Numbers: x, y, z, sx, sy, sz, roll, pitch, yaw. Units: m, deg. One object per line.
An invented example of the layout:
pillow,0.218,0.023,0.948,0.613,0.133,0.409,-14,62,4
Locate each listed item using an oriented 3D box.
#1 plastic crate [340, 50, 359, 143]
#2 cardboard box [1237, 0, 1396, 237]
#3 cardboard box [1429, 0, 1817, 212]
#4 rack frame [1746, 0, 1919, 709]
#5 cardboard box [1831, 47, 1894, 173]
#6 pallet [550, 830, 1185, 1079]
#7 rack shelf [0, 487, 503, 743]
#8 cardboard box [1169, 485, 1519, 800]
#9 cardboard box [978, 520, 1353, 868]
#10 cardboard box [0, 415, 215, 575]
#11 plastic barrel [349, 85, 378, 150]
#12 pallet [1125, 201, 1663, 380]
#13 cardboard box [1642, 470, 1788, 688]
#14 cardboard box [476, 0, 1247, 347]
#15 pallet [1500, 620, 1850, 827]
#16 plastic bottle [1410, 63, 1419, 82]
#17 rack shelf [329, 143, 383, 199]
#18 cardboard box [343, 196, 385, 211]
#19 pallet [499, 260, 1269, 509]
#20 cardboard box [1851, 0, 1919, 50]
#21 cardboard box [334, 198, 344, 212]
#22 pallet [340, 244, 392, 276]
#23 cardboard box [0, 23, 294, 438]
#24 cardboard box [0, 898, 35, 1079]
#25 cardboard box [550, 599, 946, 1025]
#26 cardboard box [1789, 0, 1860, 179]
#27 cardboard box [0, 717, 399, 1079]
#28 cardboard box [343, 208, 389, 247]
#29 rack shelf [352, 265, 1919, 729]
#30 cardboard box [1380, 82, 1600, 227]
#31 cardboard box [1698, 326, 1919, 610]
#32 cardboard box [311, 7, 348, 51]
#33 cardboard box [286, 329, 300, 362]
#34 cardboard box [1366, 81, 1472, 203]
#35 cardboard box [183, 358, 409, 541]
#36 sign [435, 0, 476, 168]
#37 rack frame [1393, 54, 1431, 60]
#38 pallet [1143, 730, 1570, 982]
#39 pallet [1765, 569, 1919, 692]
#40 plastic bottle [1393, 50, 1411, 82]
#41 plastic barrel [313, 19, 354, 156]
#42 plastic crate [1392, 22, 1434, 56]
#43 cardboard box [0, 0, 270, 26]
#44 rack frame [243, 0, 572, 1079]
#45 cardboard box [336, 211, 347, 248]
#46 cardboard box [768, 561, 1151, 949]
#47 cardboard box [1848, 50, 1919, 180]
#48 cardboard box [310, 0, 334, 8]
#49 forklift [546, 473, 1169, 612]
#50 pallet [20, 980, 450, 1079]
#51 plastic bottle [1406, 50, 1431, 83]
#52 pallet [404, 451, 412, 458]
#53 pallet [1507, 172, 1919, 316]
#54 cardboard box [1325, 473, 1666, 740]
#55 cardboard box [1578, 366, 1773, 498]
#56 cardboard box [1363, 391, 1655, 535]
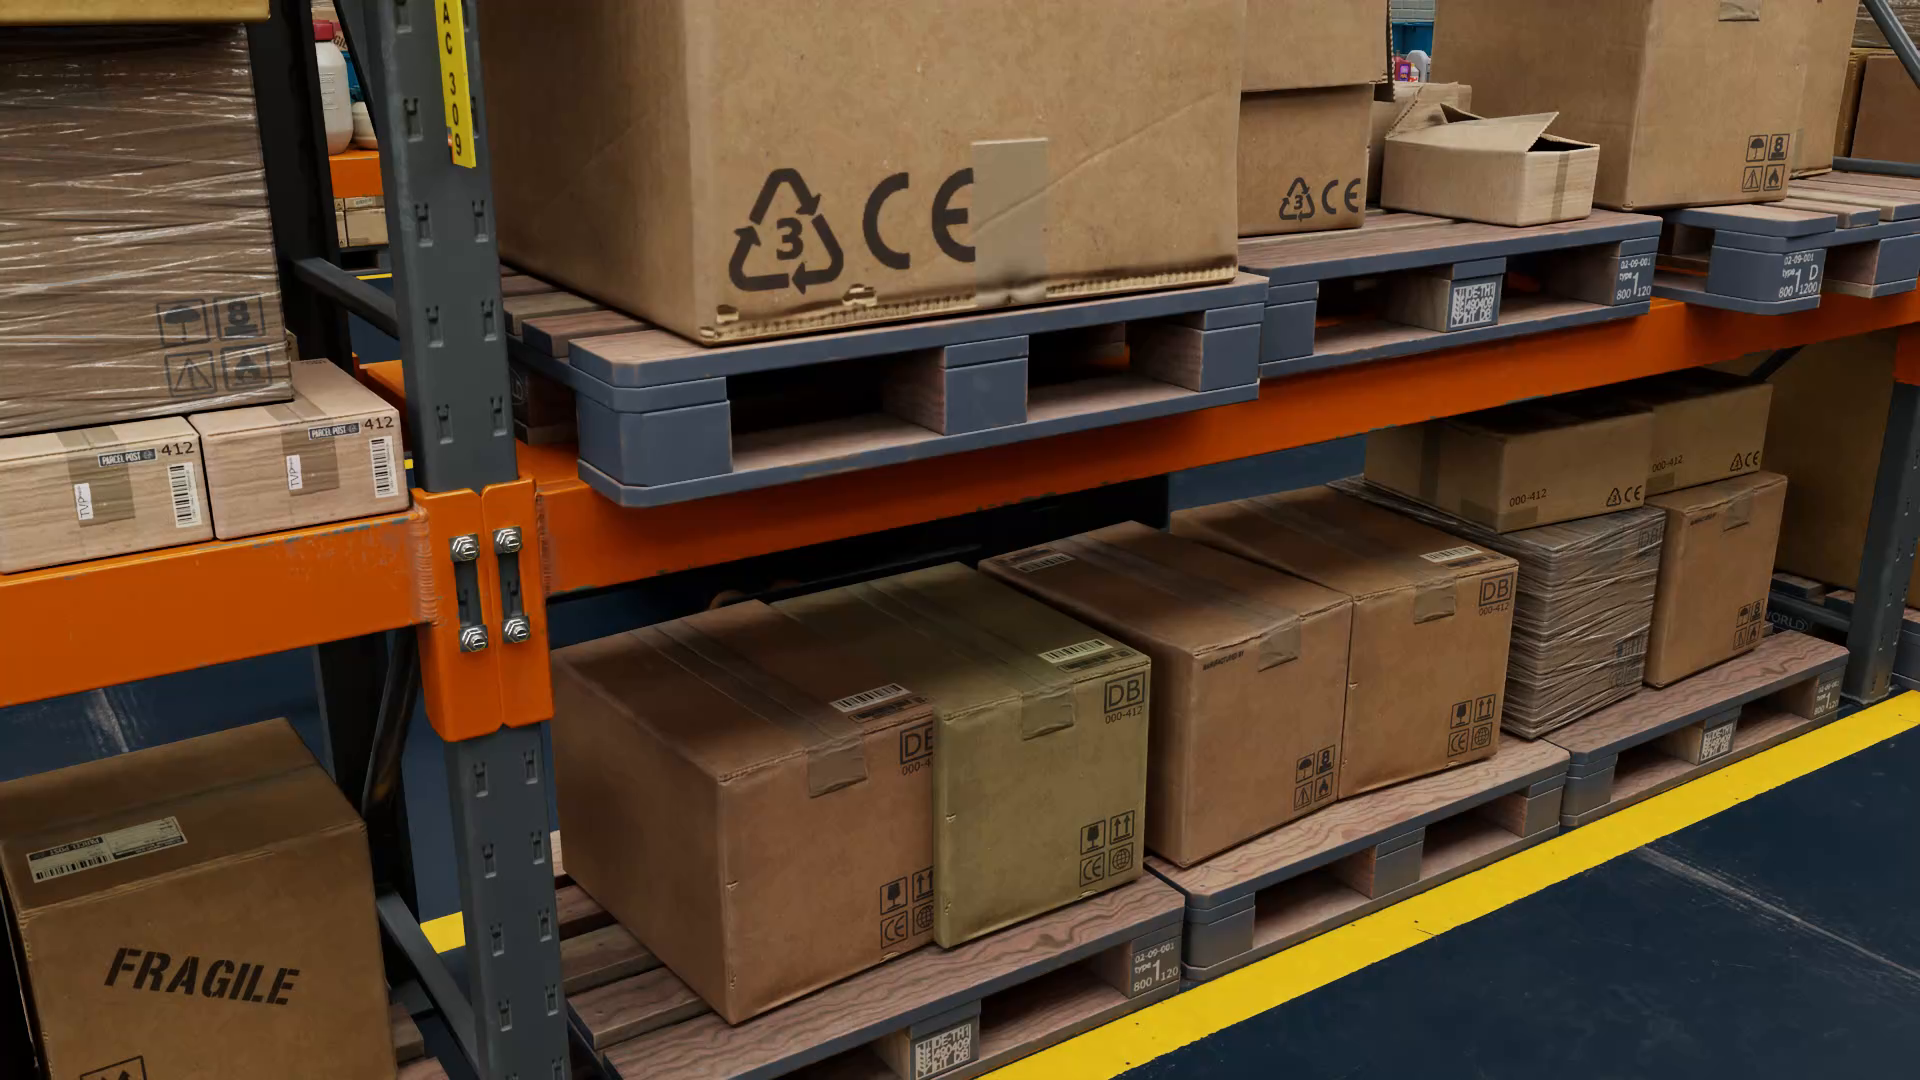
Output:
plastic crate,-2.924,-1.969,7.410,0.575,0.384,0.392,-12,22,-31
cardboard box,0.447,-0.952,3.560,0.637,0.503,0.797,-9,21,-26
cardboard box,1.550,-1.094,3.985,0.500,0.500,0.700,-8,20,-23
rack frame,2.390,-1.079,4.752,0.127,3.000,1.000,-12,22,-31
cardboard box,2.666,-1.279,5.189,0.500,0.500,0.500,-11,22,-30
pallet,-0.301,0.809,3.521,1.213,0.211,1.003,-12,22,-31
rack shelf,-2.621,0.319,1.741,4.000,0.370,1.077,-12,22,-31
cardboard box,0.916,0.223,4.117,0.500,0.500,0.700,-10,21,-27
cardboard box,0.450,0.322,3.826,0.500,0.500,0.700,-14,23,-36
cardboard box,-1.182,-0.097,2.240,0.250,0.149,0.380,-12,22,-31
plastic barrel,-2.485,-1.825,7.177,0.301,0.262,0.301,0,19,0
pallet,0.760,-0.628,3.719,1.213,0.211,1.003,-12,22,-31
cardboard box,1.842,0.021,4.717,0.500,0.500,0.700,-13,23,-34
cardboard box,-0.210,-0.960,2.807,1.000,1.000,1.000,-12,22,-31
pallet,1.737,0.380,4.792,1.213,0.211,1.003,-12,22,-31
plastic bottle,2.774,-2.830,10.243,0.097,0.201,0.097,0,19,0
rack shelf,-2.004,-1.710,7.743,4.000,0.370,1.077,-12,22,-31
cardboard box,-4.210,-2.551,11.870,0.500,0.311,0.500,-12,22,-32
pallet,-0.232,-0.379,2.981,1.213,0.211,1.003,-12,22,-31
cardboard box,3.010,-1.726,4.943,0.637,0.503,0.797,-11,22,-30
cardboard box,-4.630,-2.464,11.611,0.500,0.311,0.500,-11,22,-30
pallet,-4.782,-2.060,12.008,1.213,0.211,1.003,-12,22,-31
cardboard box,-1.360,-0.500,2.418,0.500,0.500,0.875,-12,22,-31
cardboard box,-1.781,0.774,2.519,0.500,0.500,0.500,-5,19,-14
cardboard box,-0.426,0.499,3.300,0.500,0.500,0.700,-14,23,-36
cardboard box,1.961,-1.219,4.355,0.500,0.500,0.500,-15,24,-38
cardboard box,-1.306,0.671,2.824,0.500,0.500,0.500,-13,22,-33
cardboard box,-4.210,-2.288,11.966,0.500,0.250,0.500,-11,22,-30
rack shelf,0.720,-0.385,3.825,4.000,0.370,1.077,-12,22,-31
cardboard box,1.146,-0.848,3.623,0.258,0.266,0.396,-13,22,-33
cardboard box,2.978,-0.387,5.368,0.875,0.875,1.225,-13,23,-34
cardboard box,-4.447,-3.476,11.688,0.500,0.500,0.500,-13,23,-34
cardboard box,-1.295,-0.298,2.834,0.250,0.149,0.380,-12,22,-31
cardboard box,0.864,-0.973,4.017,0.500,0.250,0.500,-13,22,-33
cardboard box,-0.968,-0.139,2.363,0.250,0.149,0.380,-12,22,-31
sign,-0.646,-0.640,2.104,0.005,0.325,0.100,-12,22,-31
rack frame,3.007,-3.108,10.754,0.127,3.000,1.000,-12,22,-31
pallet,0.719,0.593,4.160,1.213,0.211,1.003,-12,22,-31
pallet,3.090,0.124,5.549,1.213,0.211,1.003,-12,22,-31
plastic bottle,2.688,-2.844,10.155,0.133,0.283,0.061,-12,22,-31
plastic barrel,-2.755,-1.873,6.889,0.433,0.535,0.433,0,19,0
plastic crate,3.209,-3.302,11.260,0.575,0.384,0.392,-12,22,-31
cardboard box,-1.175,-0.883,1.992,0.500,0.500,0.500,-12,22,-31
rack frame,-0.950,-0.374,2.668,0.127,3.000,1.000,-12,22,-31
cardboard box,-4.638,-2.197,11.696,0.500,0.250,0.500,-11,22,-30
cardboard box,-0.017,0.420,3.534,0.500,0.500,0.700,-12,22,-32
cardboard box,2.946,-1.139,4.774,0.500,0.500,0.500,-11,22,-30
cardboard box,-6.169,-5.224,16.169,0.500,0.500,0.700,-15,24,-38
forklift,-0.746,-1.256,5.384,3.031,2.935,1.130,-11,22,-30
pallet,-1.492,1.075,2.736,1.213,0.211,1.003,-12,22,-31
plastic bottle,2.856,-2.893,10.313,0.135,0.276,0.152,-12,22,-31
pallet,-3.040,-0.527,7.473,1.213,0.211,1.003,-12,22,-31
pallet,1.854,-0.834,4.327,1.003,0.211,1.213,-12,22,-31
cardboard box,1.386,0.122,4.417,0.500,0.500,0.700,-14,23,-36
cardboard box,1.847,-0.332,4.589,0.500,0.250,0.500,-11,22,-29
cardboard box,1.410,-0.236,4.304,0.500,0.250,0.500,-9,21,-25
